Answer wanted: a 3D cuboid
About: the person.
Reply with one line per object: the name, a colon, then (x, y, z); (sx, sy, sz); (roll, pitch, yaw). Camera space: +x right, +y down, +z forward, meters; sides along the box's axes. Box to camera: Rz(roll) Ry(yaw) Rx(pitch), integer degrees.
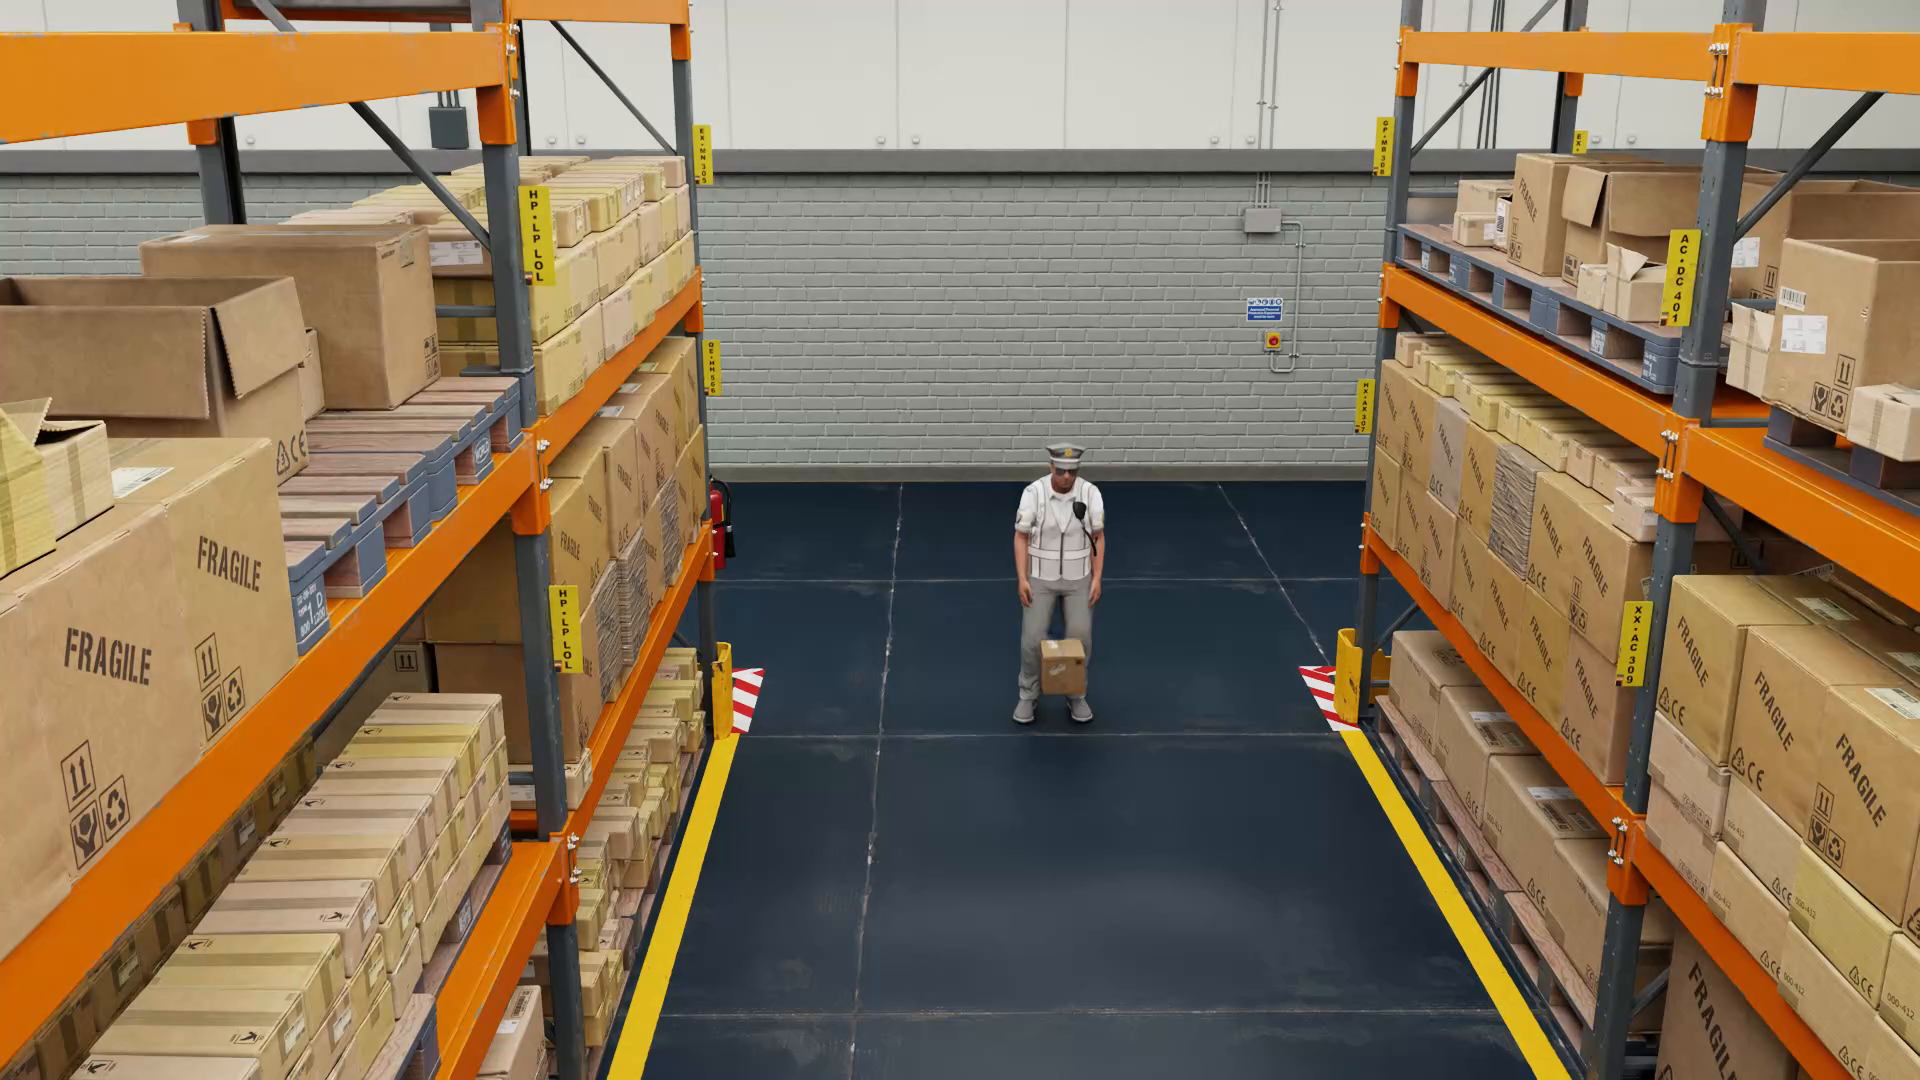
person: (0.608, 0.241, 10.235); (0.566, 1.752, 0.434); (-1, 17, -2)
